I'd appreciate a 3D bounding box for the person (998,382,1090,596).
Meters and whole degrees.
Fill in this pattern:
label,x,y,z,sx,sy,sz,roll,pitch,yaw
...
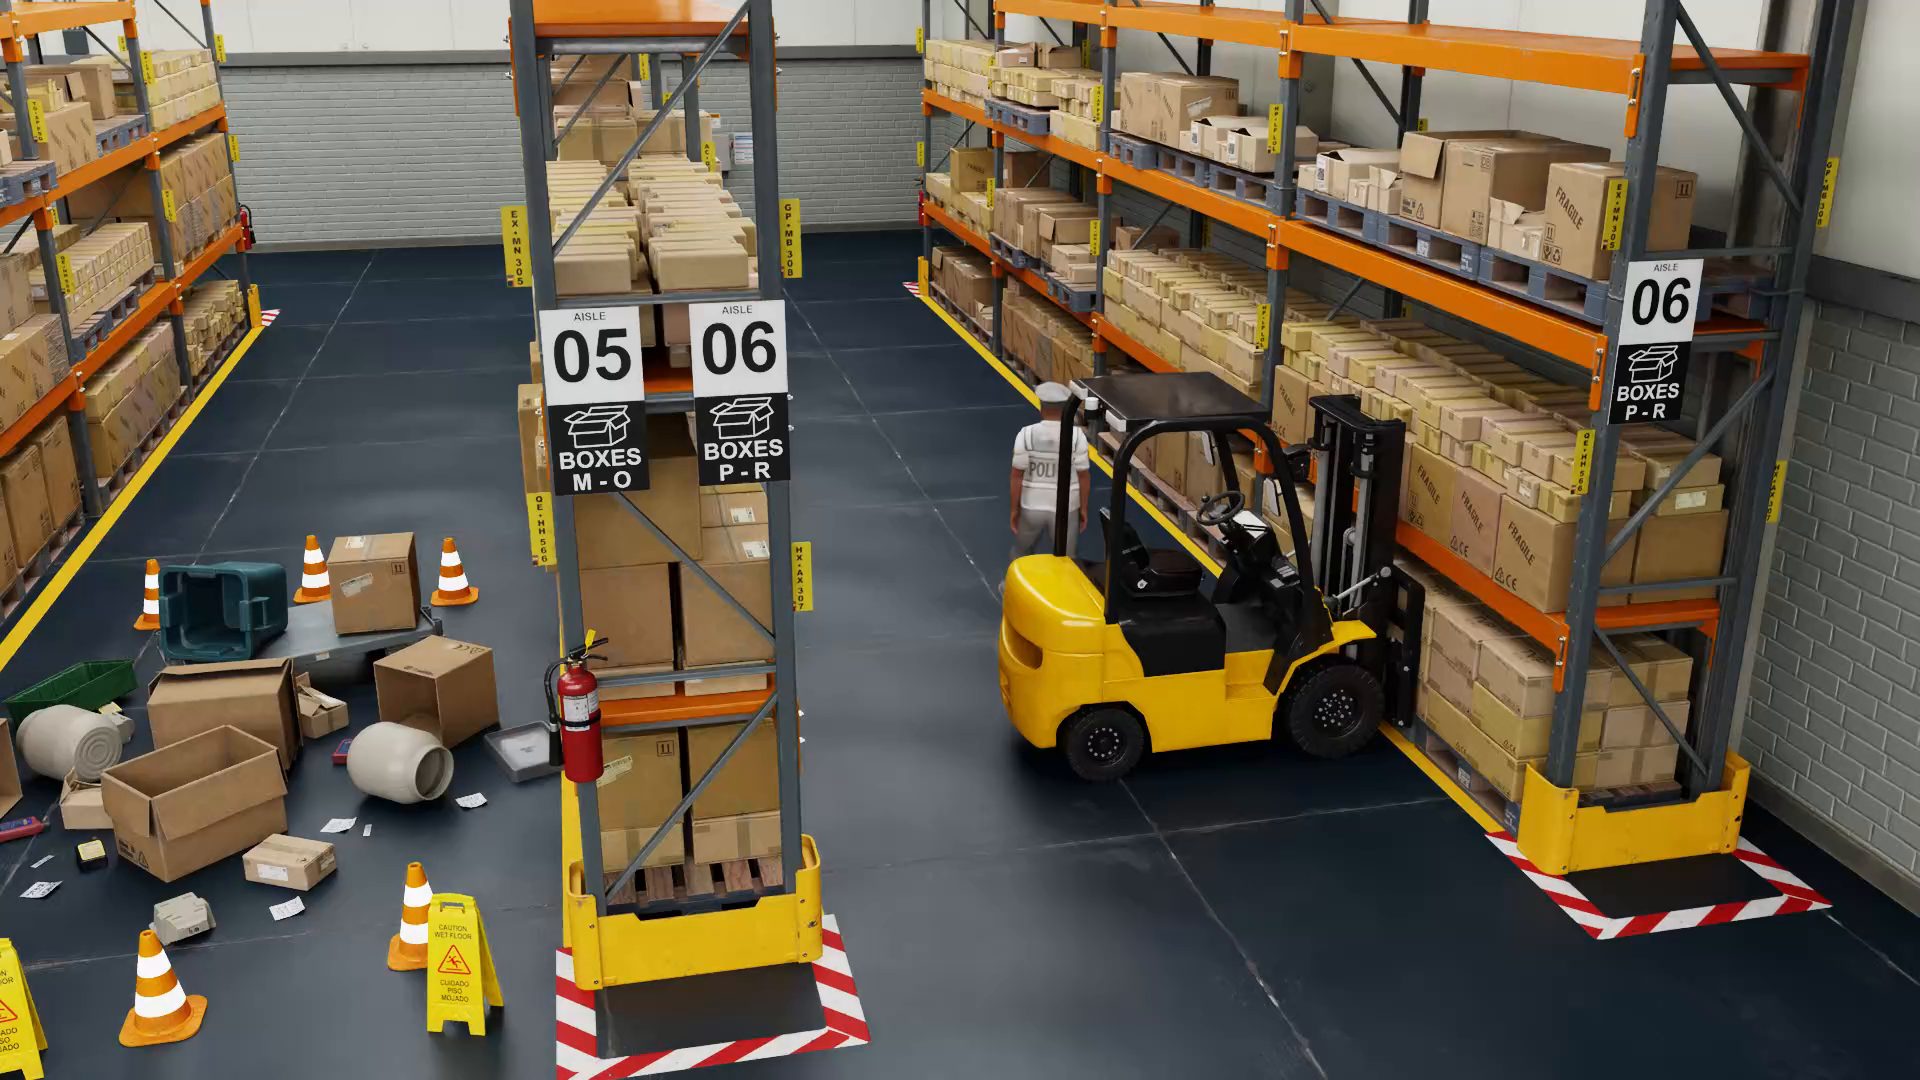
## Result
label,x,y,z,sx,sy,sz,roll,pitch,yaw
person,0.591,-0.258,11.741,0.714,1.733,0.844,3,20,8
